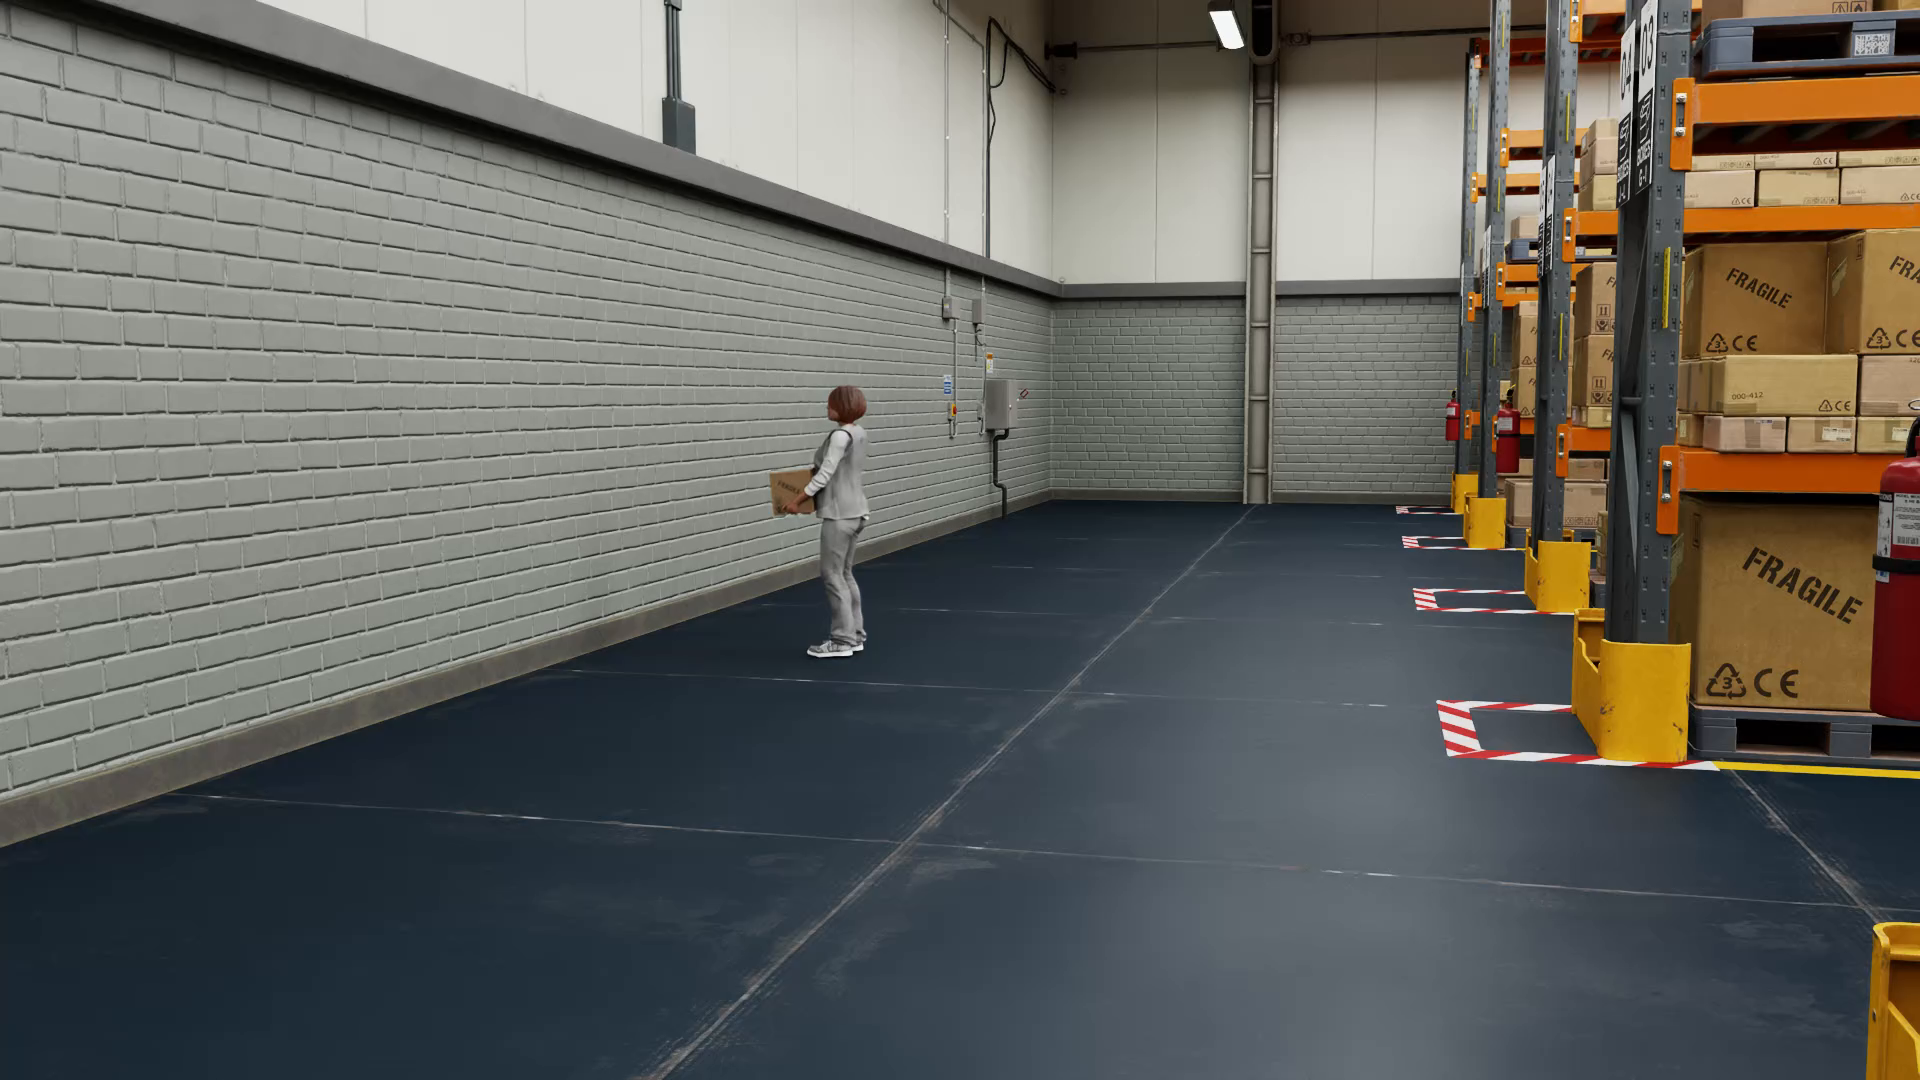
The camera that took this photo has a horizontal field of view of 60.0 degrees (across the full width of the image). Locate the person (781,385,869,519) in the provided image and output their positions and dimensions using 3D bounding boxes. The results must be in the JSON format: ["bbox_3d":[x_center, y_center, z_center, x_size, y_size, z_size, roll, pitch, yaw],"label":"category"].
[{"bbox_3d":[-0.784,-0.515,9.766,0.488,0.790,0.412,1,5,13],"label":"person"}]
